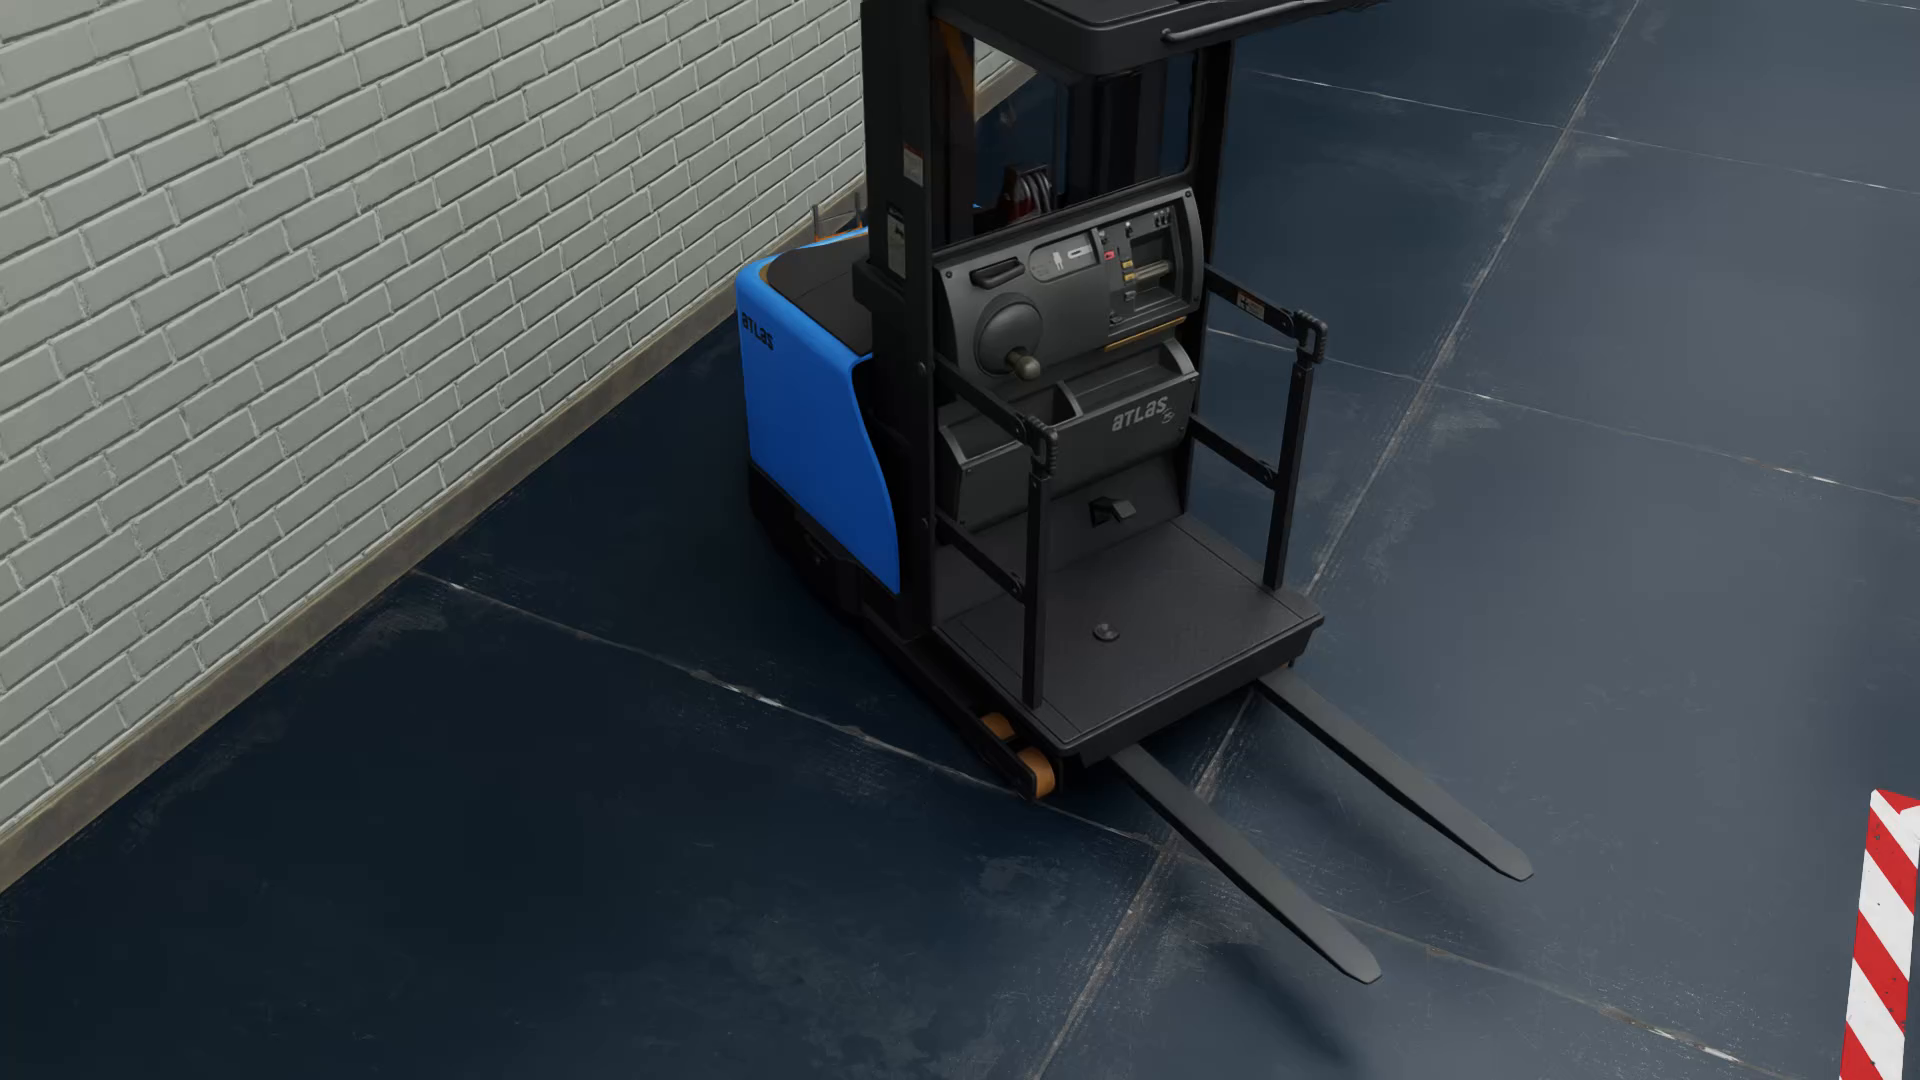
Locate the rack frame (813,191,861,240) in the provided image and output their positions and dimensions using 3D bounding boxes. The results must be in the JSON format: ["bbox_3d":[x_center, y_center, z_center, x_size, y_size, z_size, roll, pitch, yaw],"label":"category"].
[{"bbox_3d":[-0.461,-0.853,6.506,0.200,1.050,0.008,-23,43,-27],"label":"rack frame"}]

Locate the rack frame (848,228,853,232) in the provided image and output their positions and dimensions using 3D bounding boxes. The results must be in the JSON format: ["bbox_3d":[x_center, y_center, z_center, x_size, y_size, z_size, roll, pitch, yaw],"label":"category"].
[{"bbox_3d":[-0.320,-0.733,6.347,0.200,1.050,0.008,-23,43,-27],"label":"rack frame"}]

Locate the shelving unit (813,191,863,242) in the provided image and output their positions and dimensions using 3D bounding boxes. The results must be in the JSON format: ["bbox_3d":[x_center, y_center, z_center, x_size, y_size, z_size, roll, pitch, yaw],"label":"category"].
[{"bbox_3d":[-0.390,-0.793,6.427,0.215,1.050,0.252,-23,43,-27],"label":"shelving unit"}]

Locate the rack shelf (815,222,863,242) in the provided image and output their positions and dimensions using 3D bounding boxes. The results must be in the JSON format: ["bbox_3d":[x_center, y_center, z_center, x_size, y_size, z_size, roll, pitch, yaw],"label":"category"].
[{"bbox_3d":[-0.390,-1.011,6.261,0.215,0.259,0.240,-23,43,-27],"label":"rack shelf"}]

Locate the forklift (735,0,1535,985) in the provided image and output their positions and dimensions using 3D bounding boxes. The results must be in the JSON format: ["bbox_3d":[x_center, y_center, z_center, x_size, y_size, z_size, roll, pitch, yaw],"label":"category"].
[{"bbox_3d":[0.467,-0.691,4.737,1.130,2.935,3.031,-23,43,-27],"label":"forklift"}]
